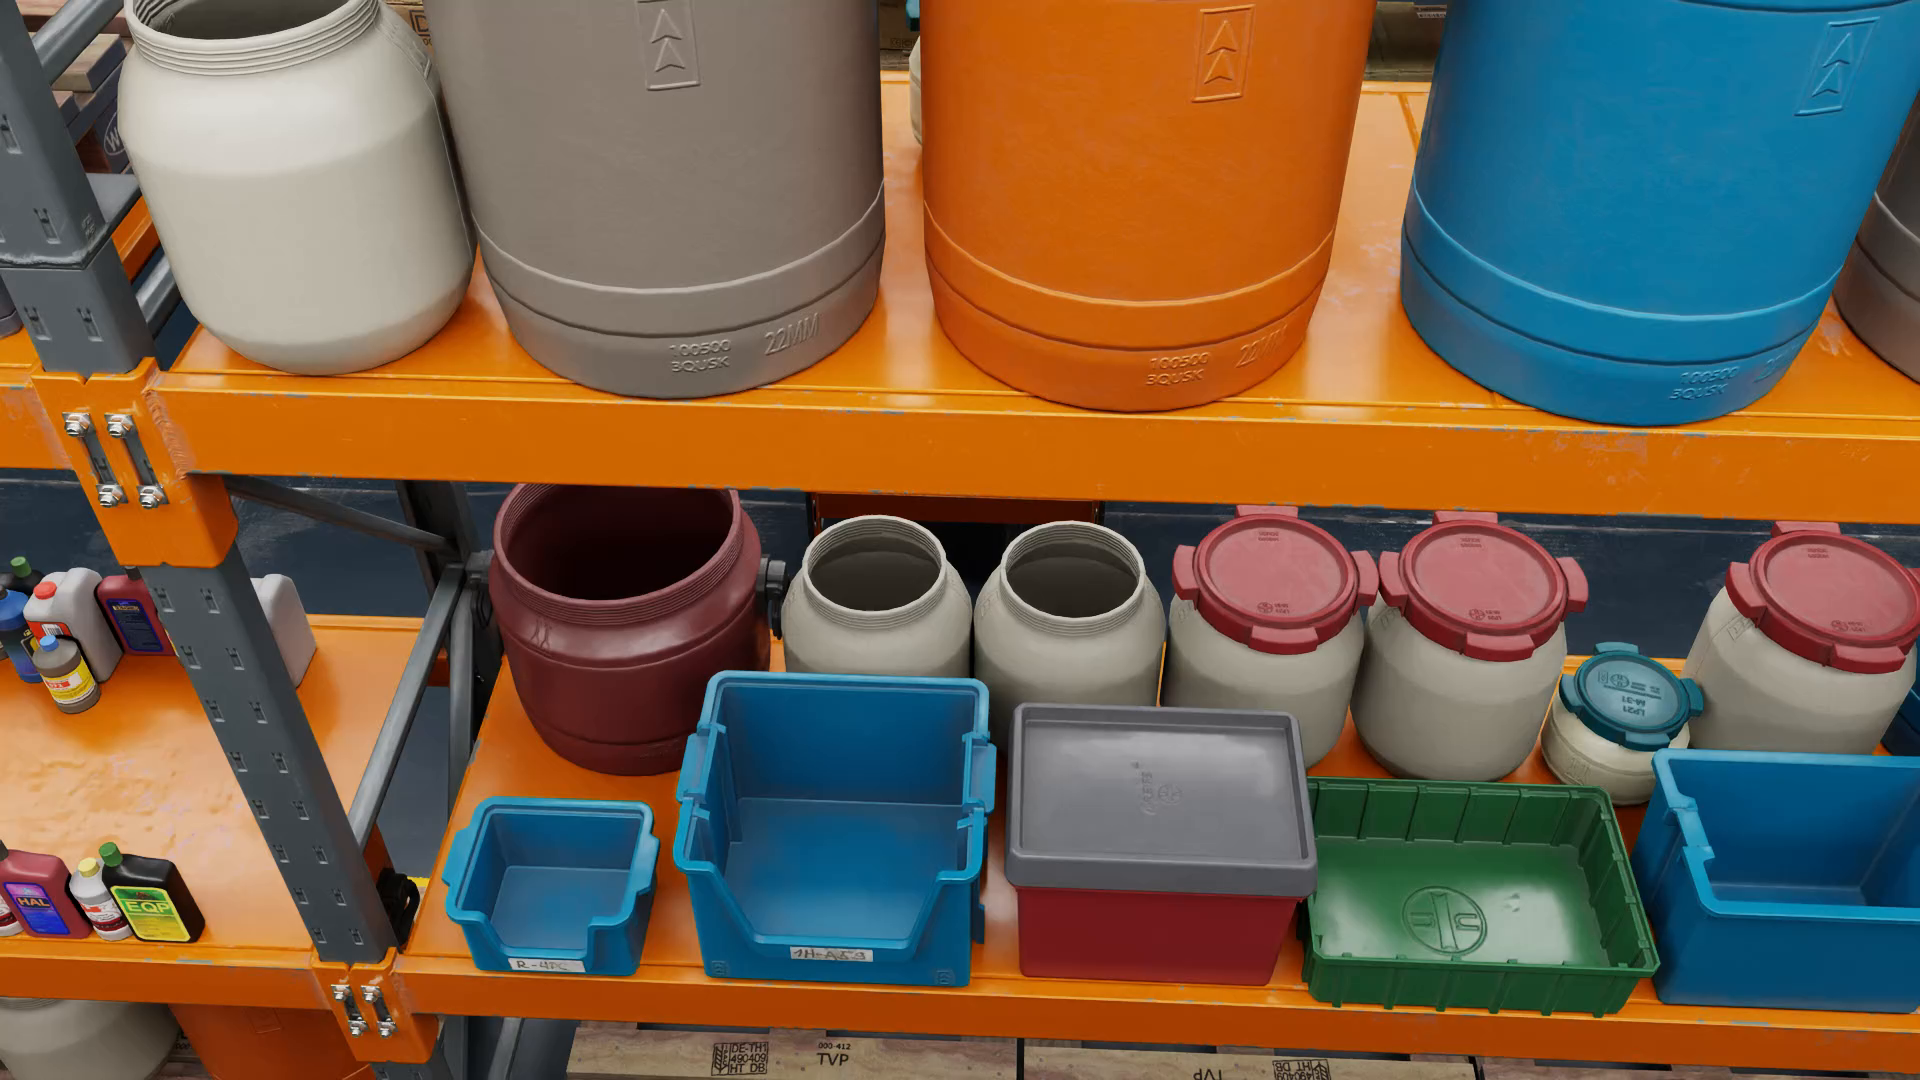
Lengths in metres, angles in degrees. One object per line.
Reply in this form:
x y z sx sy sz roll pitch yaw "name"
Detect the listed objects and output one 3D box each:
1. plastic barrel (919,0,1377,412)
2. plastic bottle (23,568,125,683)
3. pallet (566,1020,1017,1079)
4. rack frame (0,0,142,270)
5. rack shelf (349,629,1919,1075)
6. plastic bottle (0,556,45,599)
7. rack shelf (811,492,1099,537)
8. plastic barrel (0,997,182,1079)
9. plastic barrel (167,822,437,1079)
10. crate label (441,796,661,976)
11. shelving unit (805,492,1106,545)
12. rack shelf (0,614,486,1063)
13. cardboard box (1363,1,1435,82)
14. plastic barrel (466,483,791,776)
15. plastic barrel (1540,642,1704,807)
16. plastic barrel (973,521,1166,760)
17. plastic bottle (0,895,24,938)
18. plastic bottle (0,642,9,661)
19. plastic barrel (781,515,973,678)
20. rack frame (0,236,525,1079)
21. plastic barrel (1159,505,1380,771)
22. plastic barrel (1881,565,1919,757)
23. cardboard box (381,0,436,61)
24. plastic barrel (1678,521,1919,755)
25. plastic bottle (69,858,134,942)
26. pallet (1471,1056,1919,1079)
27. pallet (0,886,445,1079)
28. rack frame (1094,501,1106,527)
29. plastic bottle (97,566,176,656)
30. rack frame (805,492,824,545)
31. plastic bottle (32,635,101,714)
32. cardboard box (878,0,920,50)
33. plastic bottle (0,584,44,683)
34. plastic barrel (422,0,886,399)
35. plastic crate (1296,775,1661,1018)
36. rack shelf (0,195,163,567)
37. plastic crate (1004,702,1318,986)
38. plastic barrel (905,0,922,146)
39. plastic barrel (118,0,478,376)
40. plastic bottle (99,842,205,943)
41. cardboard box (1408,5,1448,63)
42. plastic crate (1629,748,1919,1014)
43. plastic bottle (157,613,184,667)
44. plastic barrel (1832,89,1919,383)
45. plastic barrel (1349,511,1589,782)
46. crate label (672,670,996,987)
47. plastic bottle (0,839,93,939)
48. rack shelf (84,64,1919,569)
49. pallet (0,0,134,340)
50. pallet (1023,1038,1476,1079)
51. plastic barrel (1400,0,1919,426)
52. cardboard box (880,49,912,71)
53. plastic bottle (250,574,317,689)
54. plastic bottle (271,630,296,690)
0.245 -0.670 2.253 0.708 0.830 0.600 2 43 2 "plastic barrel"
-2.099 0.190 3.937 0.135 0.276 0.152 2 43 2 "plastic bottle"
-0.447 1.462 4.525 1.213 0.211 1.003 2 43 2 "pallet"
-1.219 -1.803 1.584 0.127 3.000 1.000 2 43 2 "rack frame"
0.779 0.717 3.808 4.000 0.370 1.077 2 43 2 "rack shelf"
-2.231 0.152 3.972 0.133 0.283 0.061 2 43 2 "plastic bottle"
-0.007 -0.233 6.033 1.000 0.278 0.538 2 43 2 "rack shelf"
-2.277 1.189 4.291 0.421 0.512 0.421 0 43 0 "plastic barrel"
-1.709 1.029 4.229 0.708 0.830 0.600 2 43 2 "plastic barrel"
-0.815 0.721 3.398 0.416 0.233 0.303 2 43 2 "crate label"
-0.007 -0.412 5.867 1.048 1.125 0.538 2 43 2 "shelving unit"
-3.217 0.594 3.940 4.000 0.370 1.077 2 43 2 "rack shelf"
1.912 -2.165 7.885 0.500 0.500 0.700 2 43 2 "cardboard box"
-0.742 0.150 3.788 0.708 0.536 0.600 2 43 2 "plastic barrel"
1.461 0.420 3.700 0.301 0.262 0.301 0 43 0 "plastic barrel"
0.239 0.250 3.699 0.421 0.512 0.421 0 43 0 "plastic barrel"
-1.988 0.720 3.423 0.097 0.201 0.097 0 43 0 "plastic bottle"
-2.347 0.191 3.990 0.097 0.201 0.097 0 43 0 "plastic bottle"
-0.182 0.237 3.713 0.421 0.512 0.421 0 43 0 "plastic barrel"
-1.219 0.392 3.629 0.127 3.000 1.000 2 43 2 "rack frame"
0.666 0.250 3.681 0.433 0.535 0.433 0 43 0 "plastic barrel"
2.404 0.113 3.560 0.708 0.901 0.600 2 43 2 "plastic barrel"
-2.575 -2.425 7.903 0.875 0.875 1.225 2 43 2 "cardboard box"
1.831 0.286 3.642 0.433 0.535 0.433 0 43 0 "plastic barrel"
-1.757 0.727 3.415 0.097 0.201 0.097 0 43 0 "plastic bottle"
1.990 1.537 4.445 1.213 0.211 1.003 2 43 2 "pallet"
-2.009 1.416 4.575 1.213 0.211 1.003 2 43 2 "pallet"
0.501 -0.396 5.850 0.032 1.125 0.500 2 43 2 "rack frame"
-1.963 0.160 3.963 0.133 0.283 0.061 2 43 2 "plastic bottle"
-0.515 -0.427 5.884 0.032 1.125 0.500 2 43 2 "rack frame"
-2.086 0.303 3.870 0.097 0.201 0.097 0 43 0 "plastic bottle"
-0.326 -2.501 7.695 0.500 0.250 0.500 3 43 4 "cardboard box"
-2.217 0.211 3.918 0.097 0.271 0.097 0 43 0 "plastic bottle"
-0.409 -0.716 2.250 0.600 0.901 0.600 0 43 0 "plastic barrel"
1.024 0.731 3.420 0.662 0.188 0.450 2 43 2 "plastic crate"
-3.217 -0.504 2.917 4.000 0.370 1.077 2 43 2 "rack shelf"
0.381 0.626 3.330 0.583 0.464 0.402 2 43 2 "plastic crate"
0.062 -0.775 2.782 0.301 0.262 0.301 0 43 0 "plastic barrel"
-0.923 -0.528 2.334 0.421 0.512 0.421 0 43 0 "plastic barrel"
-1.643 0.713 3.370 0.133 0.283 0.061 2 43 2 "plastic bottle"
2.387 -2.138 7.855 0.500 0.500 0.700 -1 43 -1 "cardboard box"
1.661 0.699 3.311 0.575 0.384 0.392 2 43 2 "plastic crate"
-1.849 0.206 3.974 0.097 0.201 0.097 0 43 0 "plastic bottle"
1.605 -0.654 2.183 0.600 0.901 0.600 0 43 0 "plastic barrel"
1.098 0.264 3.667 0.433 0.535 0.433 0 43 0 "plastic barrel"
-0.239 0.594 3.386 0.616 0.435 0.502 2 43 2 "crate label"
-1.873 0.706 3.378 0.133 0.283 0.061 2 43 2 "plastic bottle"
0.779 -0.381 2.786 4.000 0.370 1.077 2 43 2 "rack shelf"
-1.979 -0.727 2.767 1.213 0.211 1.003 2 43 2 "pallet"
0.768 1.502 4.483 1.213 0.211 1.003 2 43 2 "pallet"
0.952 -0.674 2.205 0.708 0.901 0.600 2 43 2 "plastic barrel"
-0.326 -2.220 7.944 0.500 0.500 0.700 0 43 0 "cardboard box"
-1.637 0.204 3.922 0.135 0.276 0.152 2 43 2 "plastic bottle"
-1.644 0.307 3.810 0.135 0.276 0.152 2 43 2 "plastic bottle"
